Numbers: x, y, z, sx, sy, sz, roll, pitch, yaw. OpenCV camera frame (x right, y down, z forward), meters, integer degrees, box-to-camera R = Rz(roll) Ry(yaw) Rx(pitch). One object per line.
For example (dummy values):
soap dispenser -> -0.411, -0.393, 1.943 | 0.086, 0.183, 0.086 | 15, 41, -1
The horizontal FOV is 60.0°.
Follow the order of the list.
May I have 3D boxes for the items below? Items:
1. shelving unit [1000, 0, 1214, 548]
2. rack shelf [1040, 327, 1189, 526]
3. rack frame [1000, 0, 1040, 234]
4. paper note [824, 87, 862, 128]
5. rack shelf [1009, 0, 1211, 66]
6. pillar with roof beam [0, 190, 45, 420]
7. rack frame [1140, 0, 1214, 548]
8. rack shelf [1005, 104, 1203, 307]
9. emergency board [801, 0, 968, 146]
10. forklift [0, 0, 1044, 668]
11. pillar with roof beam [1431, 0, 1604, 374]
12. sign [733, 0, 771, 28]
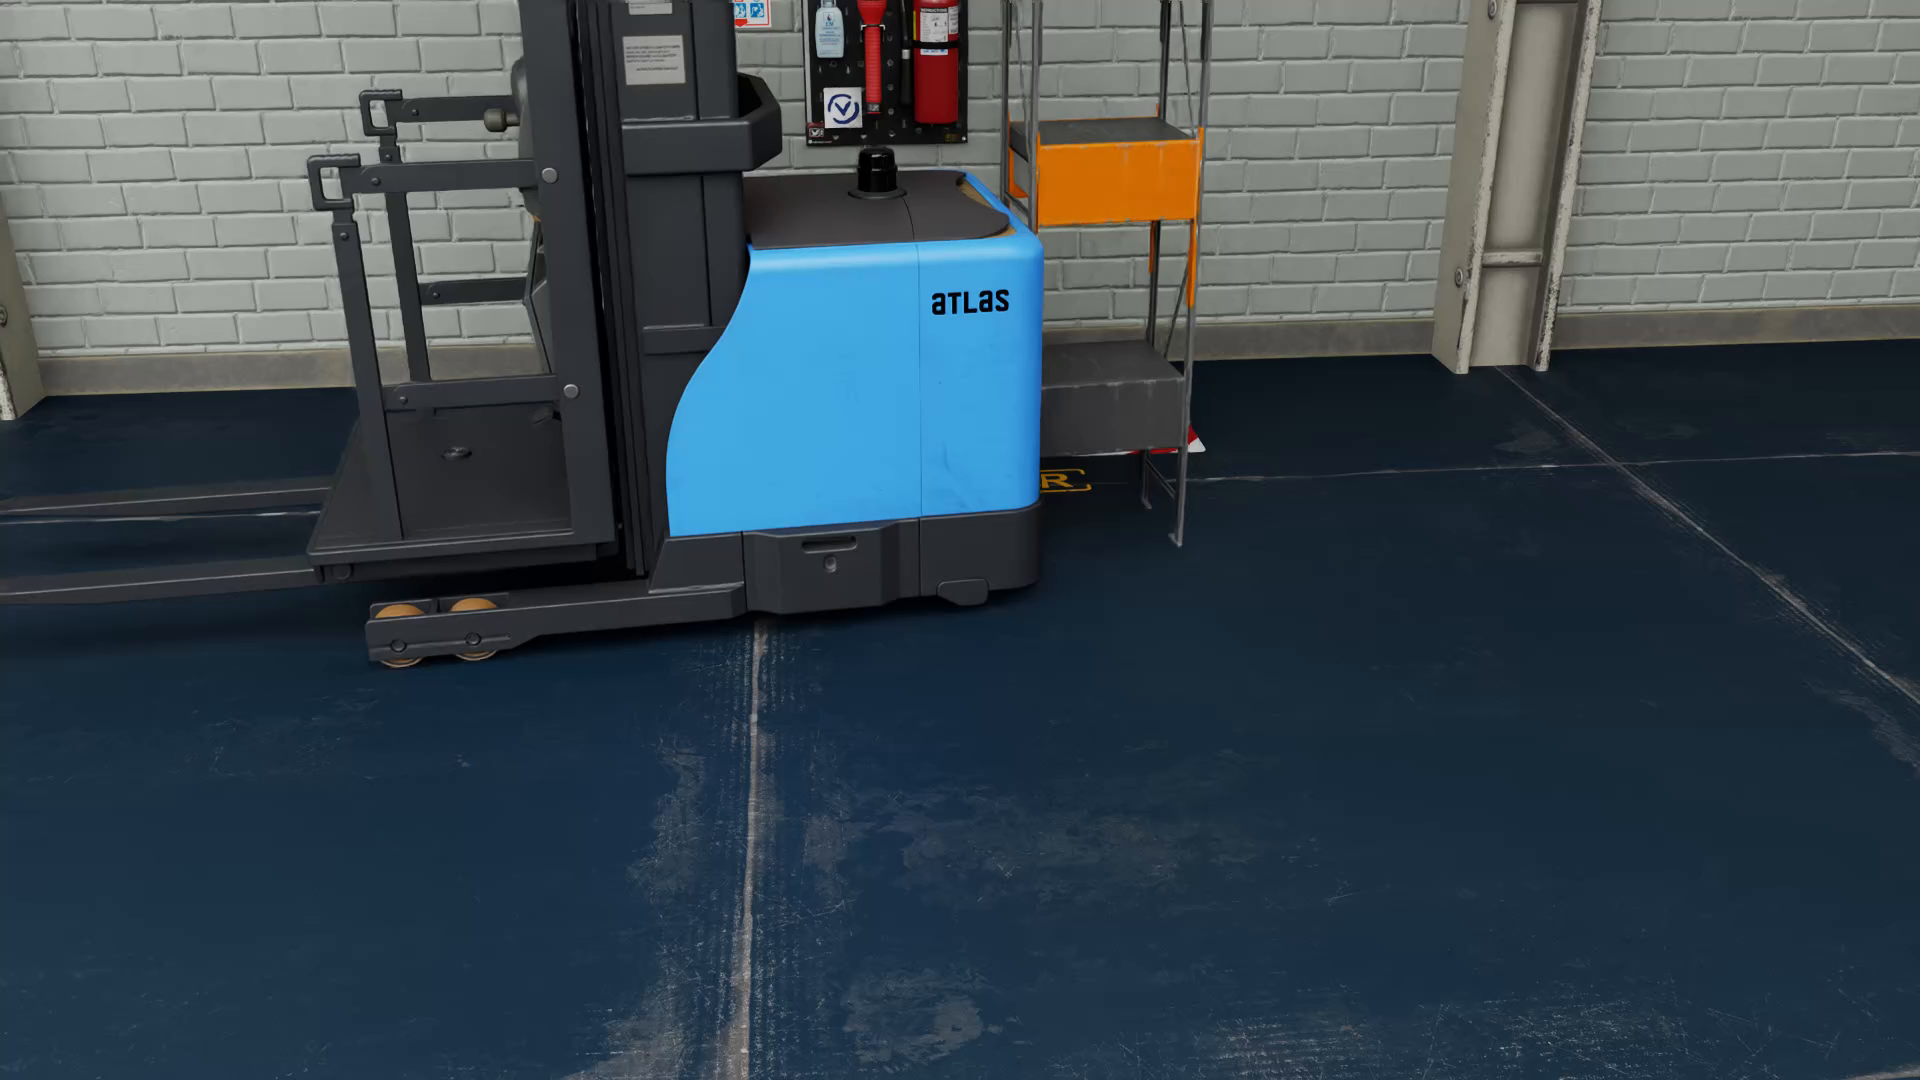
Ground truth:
shelving unit -> 0.408, -0.995, 4.902 | 0.503, 2.100, 0.431 | -5, 24, -10
rack shelf -> 0.408, -0.342, 5.192 | 0.480, 0.518, 0.431 | -5, 24, -10
rack frame -> 0.169, -0.975, 4.858 | 0.015, 2.100, 0.400 | -5, 24, -10
paper note -> -0.447, -1.653, 6.361 | 0.142, 0.148, 0.016 | -2, 24, -5
rack shelf -> 0.408, -1.622, 4.624 | 0.480, 0.518, 0.431 | -5, 24, -10
pillar with roof beam -> -3.349, -2.880, 0.650 | 0.400, 9.000, 9.100 | -2, 24, -5
rack frame -> 0.647, -1.014, 4.947 | 0.015, 2.100, 0.400 | -5, 24, -10
rack shelf -> 0.408, -0.982, 4.908 | 0.480, 0.518, 0.431 | -5, 24, -10
emergency board -> -0.264, -2.035, 6.135 | 0.643, 1.169, 0.194 | -2, 24, -5
forklift -> -1.330, -1.230, 4.409 | 3.031, 2.935, 1.130 | -5, 24, -10
pillar with roof beam -> 2.622, -3.119, 1.189 | 0.400, 9.000, 9.100 | -2, 24, -5
sign -> -0.825, -2.071, 6.172 | 0.234, 0.329, 0.001 | -2, 24, -5
